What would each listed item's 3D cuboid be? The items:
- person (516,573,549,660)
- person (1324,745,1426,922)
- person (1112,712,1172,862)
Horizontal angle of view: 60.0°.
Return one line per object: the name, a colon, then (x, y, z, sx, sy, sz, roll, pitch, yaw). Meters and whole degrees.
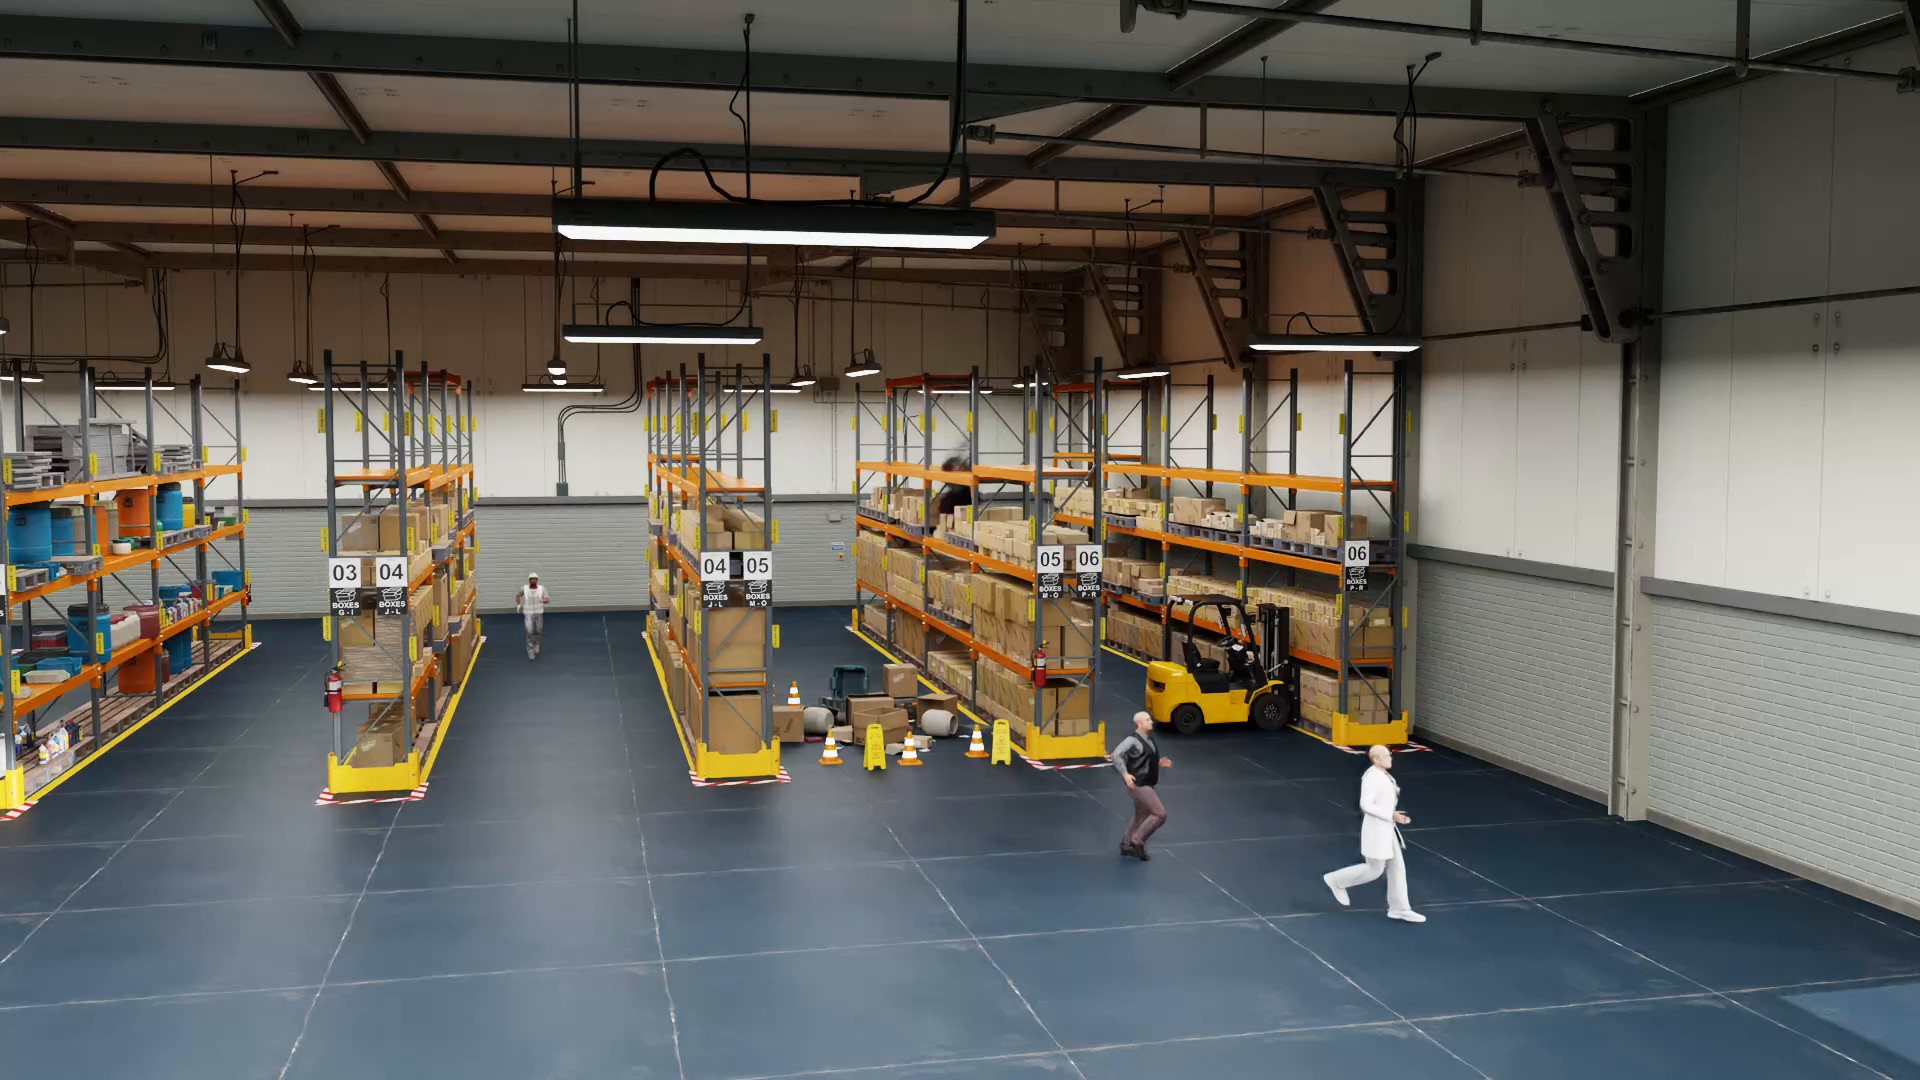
person: (-9.164, 1.613, 35.714, 0.664, 1.830, 0.859, -2, 4, -22)
person: (4.211, 2.948, 16.826, 1.018, 1.767, 0.709, 2, 5, 30)
person: (2.117, 2.819, 19.029, 0.642, 1.698, 0.644, 2, 4, 24)
